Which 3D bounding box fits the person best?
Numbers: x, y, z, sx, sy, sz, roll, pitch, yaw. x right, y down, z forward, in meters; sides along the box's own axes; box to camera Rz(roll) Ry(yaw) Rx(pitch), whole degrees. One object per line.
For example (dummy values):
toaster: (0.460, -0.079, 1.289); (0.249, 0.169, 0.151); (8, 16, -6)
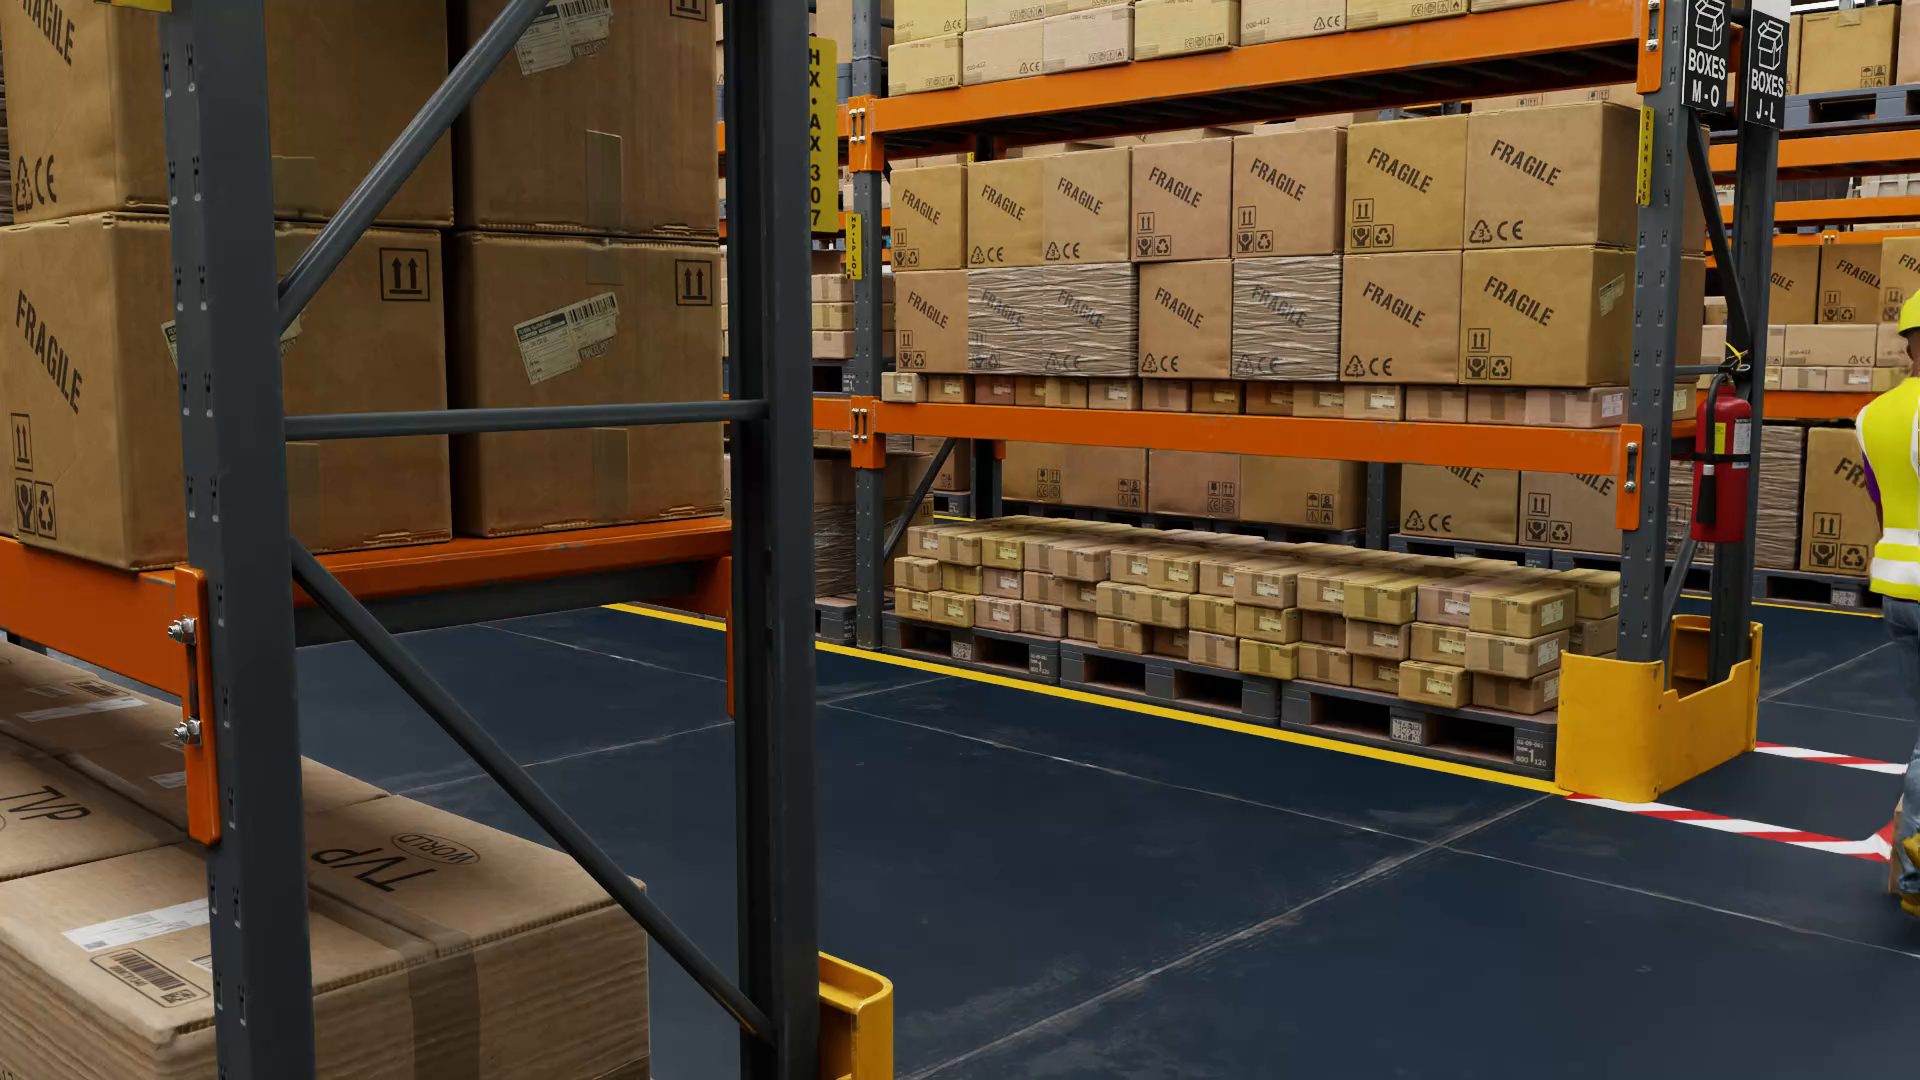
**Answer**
person: (2.783, 0.173, 4.594); (0.460, 1.754, 0.654); (0, 7, 1)
